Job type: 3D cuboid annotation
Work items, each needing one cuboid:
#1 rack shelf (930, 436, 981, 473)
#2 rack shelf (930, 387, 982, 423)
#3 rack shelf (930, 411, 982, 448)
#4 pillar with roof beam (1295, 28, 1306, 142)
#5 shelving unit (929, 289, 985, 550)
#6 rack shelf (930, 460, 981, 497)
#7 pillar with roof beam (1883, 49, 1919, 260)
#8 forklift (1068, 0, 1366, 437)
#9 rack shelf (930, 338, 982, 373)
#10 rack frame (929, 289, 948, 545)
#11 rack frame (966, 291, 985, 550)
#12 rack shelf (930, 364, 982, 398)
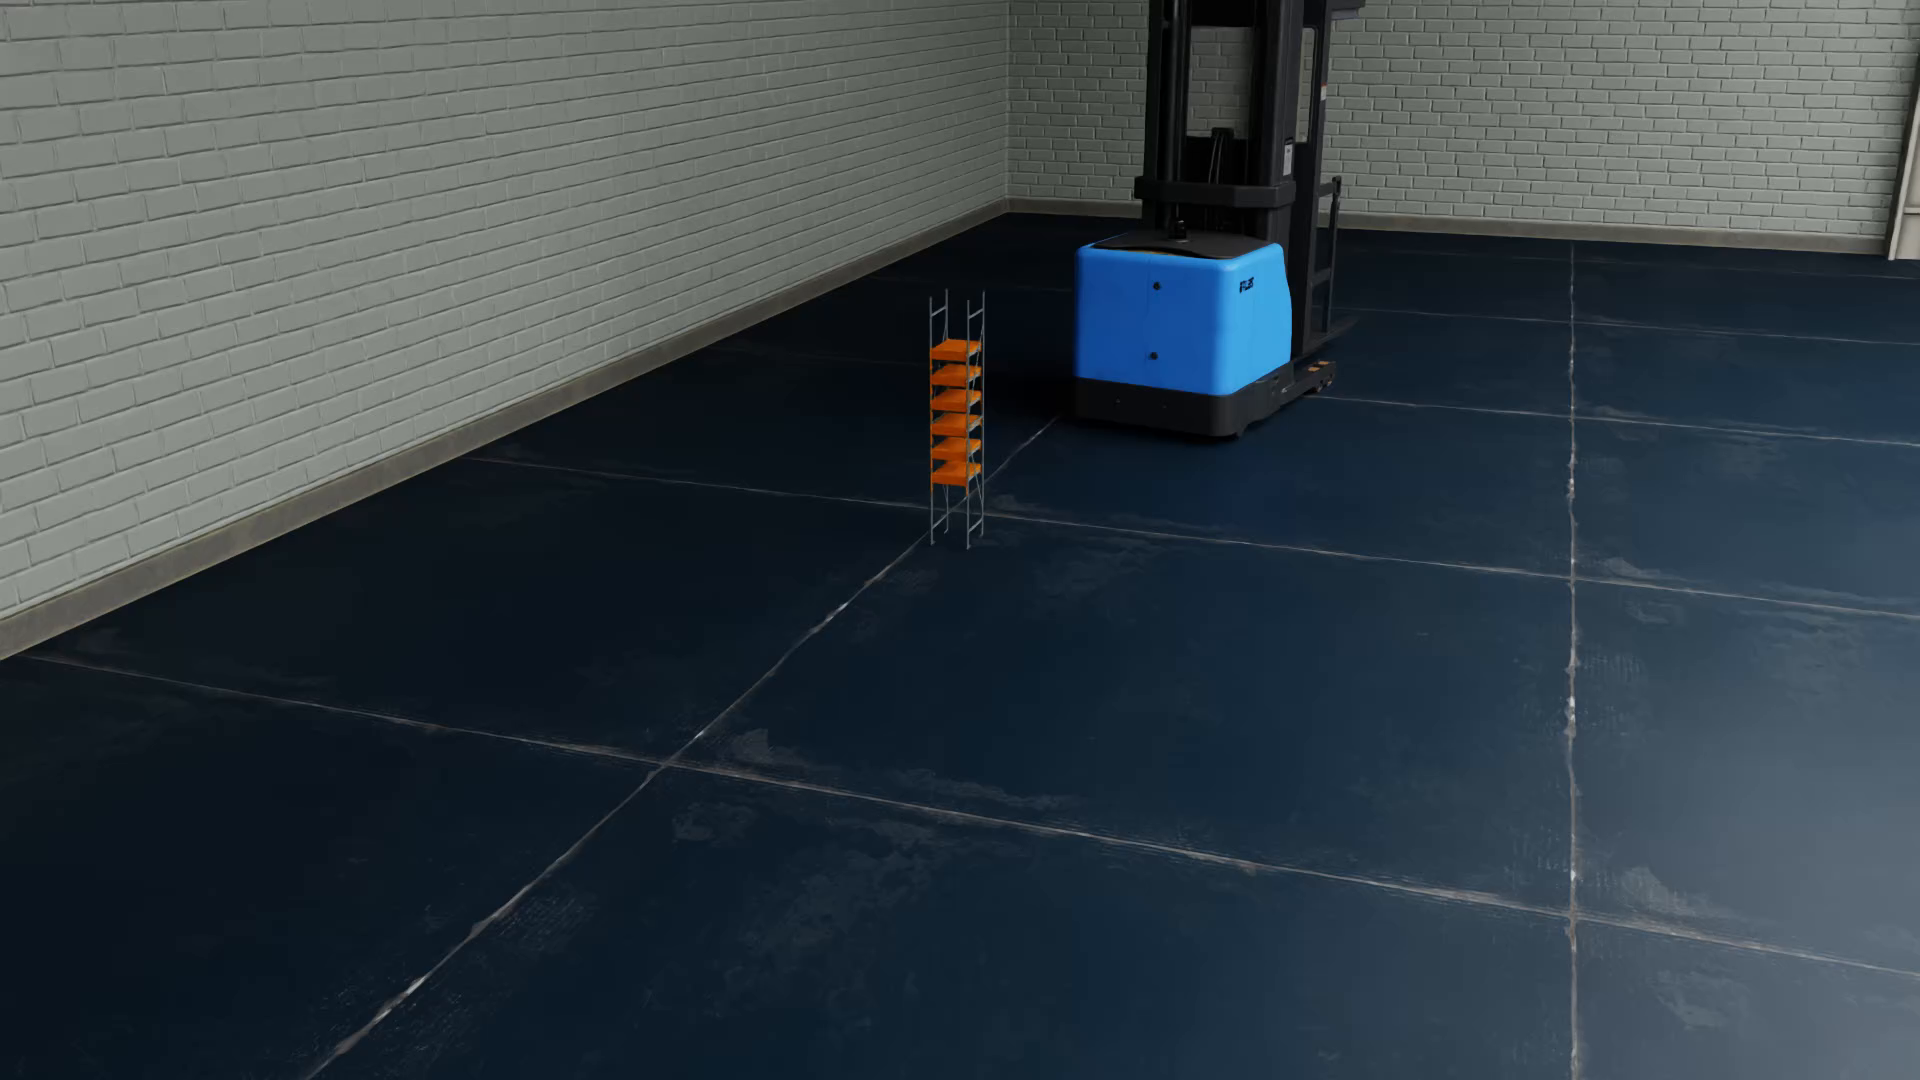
[{"bbox_3d":[-0.014,-0.413,7.937,0.180,0.103,0.258,7,20,18],"label":"rack shelf"},{"bbox_3d":[-0.014,-0.639,7.858,0.180,0.103,0.258,7,20,18],"label":"rack shelf"},{"bbox_3d":[-0.014,-0.526,7.898,0.180,0.103,0.258,7,20,18],"label":"rack shelf"},{"bbox_3d":[1.886,-6.225,12.263,0.400,9.000,9.100,7,20,18],"label":"pillar with roof beam"},{"bbox_3d":[-0.014,-0.568,7.883,0.189,1.200,0.258,7,20,18],"label":"shelving unit"},{"bbox_3d":[-0.014,-0.300,7.977,0.180,0.103,0.258,7,20,18],"label":"rack shelf"},{"bbox_3d":[7.553,-5.577,10.403,0.400,9.000,9.100,7,20,18],"label":"pillar with roof beam"},{"bbox_3d":[1.836,-2.415,10.551,1.130,2.935,3.031,11,22,29],"label":"forklift"},{"bbox_3d":[-0.014,-0.866,7.779,0.180,0.103,0.258,7,20,18],"label":"rack shelf"},{"bbox_3d":[-0.100,-0.578,7.912,0.006,1.200,0.240,7,20,18],"label":"rack frame"},{"bbox_3d":[0.073,-0.558,7.855,0.006,1.200,0.240,7,20,18],"label":"rack frame"},{"bbox_3d":[-0.014,-0.753,7.819,0.180,0.103,0.258,7,20,18],"label":"rack shelf"}]
